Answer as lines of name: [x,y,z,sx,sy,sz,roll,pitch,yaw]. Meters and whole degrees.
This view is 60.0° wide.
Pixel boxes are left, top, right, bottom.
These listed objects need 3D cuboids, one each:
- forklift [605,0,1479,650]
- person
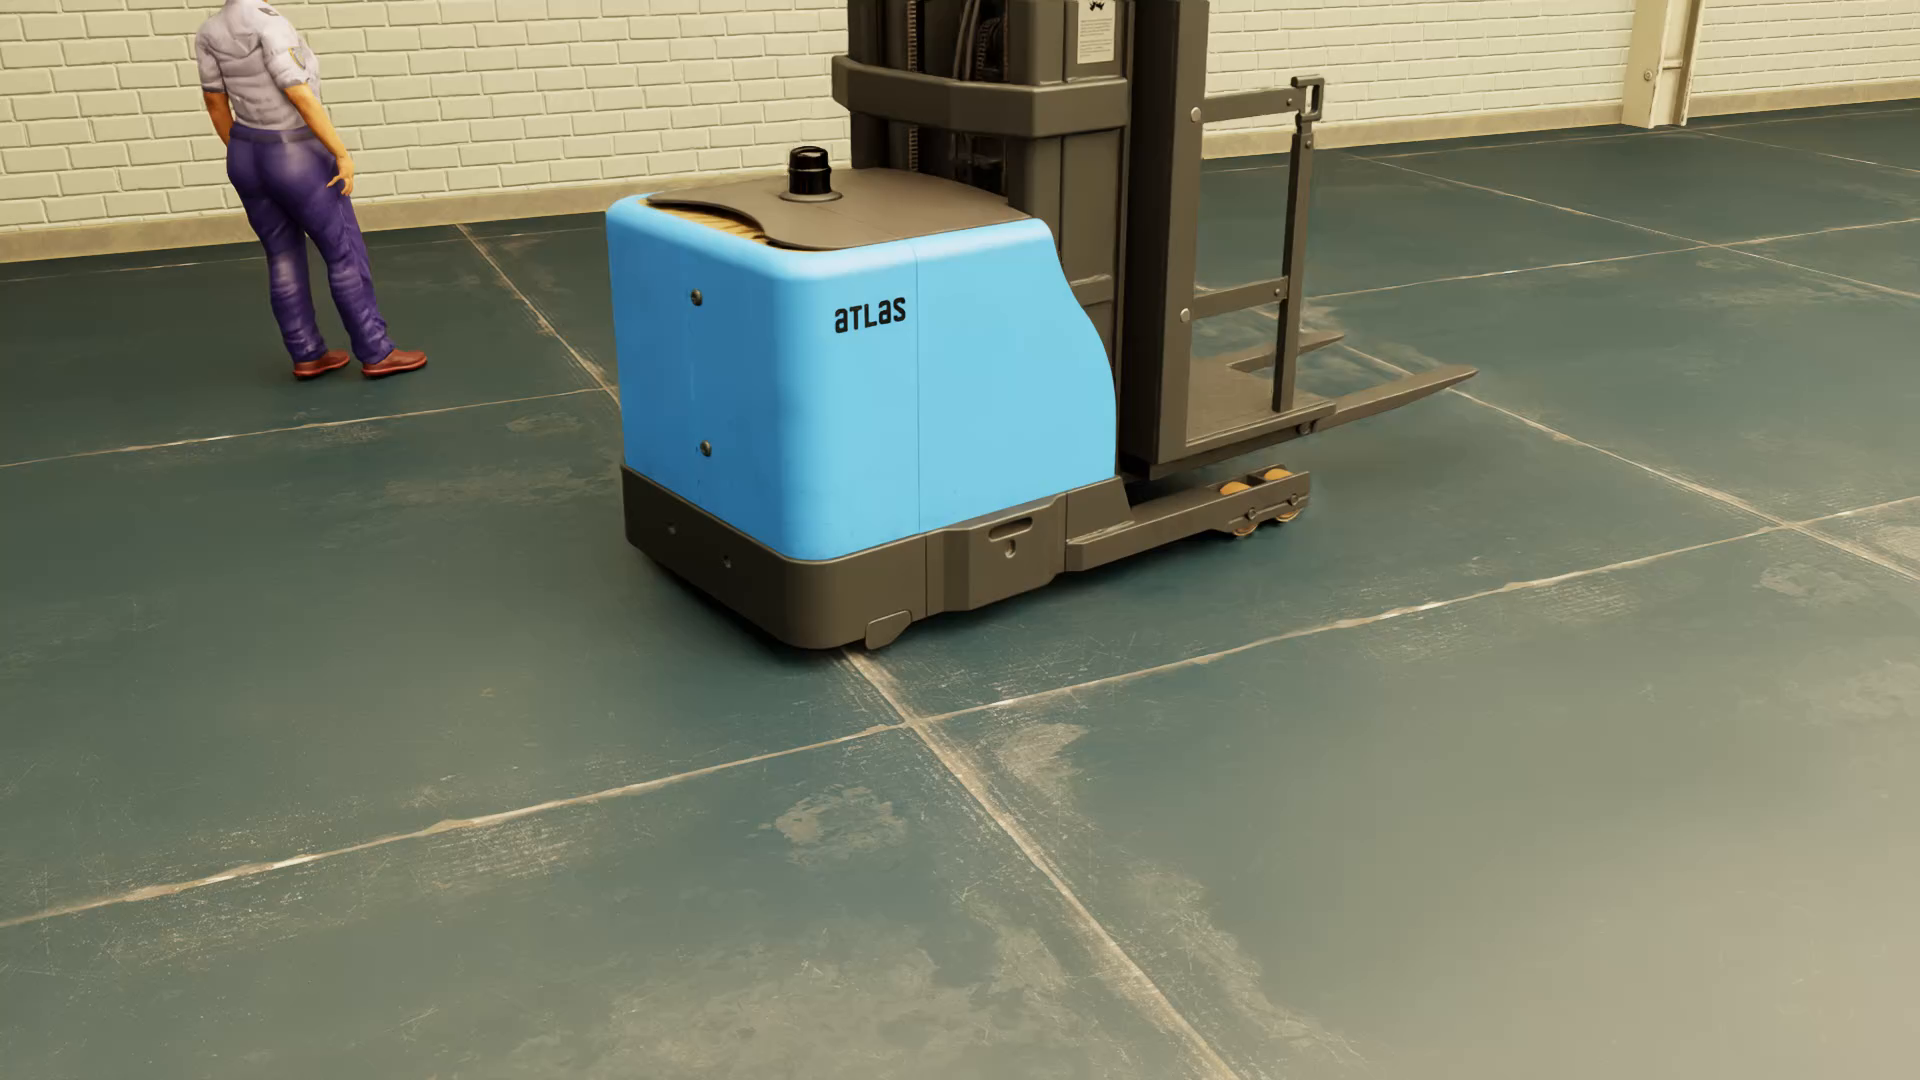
forklift: [0.480,-1.507,4.914,3.031,2.935,1.130,-17,28,-35]
person: [-2.534,-1.451,6.433,0.593,1.650,0.504,10,24,22]
